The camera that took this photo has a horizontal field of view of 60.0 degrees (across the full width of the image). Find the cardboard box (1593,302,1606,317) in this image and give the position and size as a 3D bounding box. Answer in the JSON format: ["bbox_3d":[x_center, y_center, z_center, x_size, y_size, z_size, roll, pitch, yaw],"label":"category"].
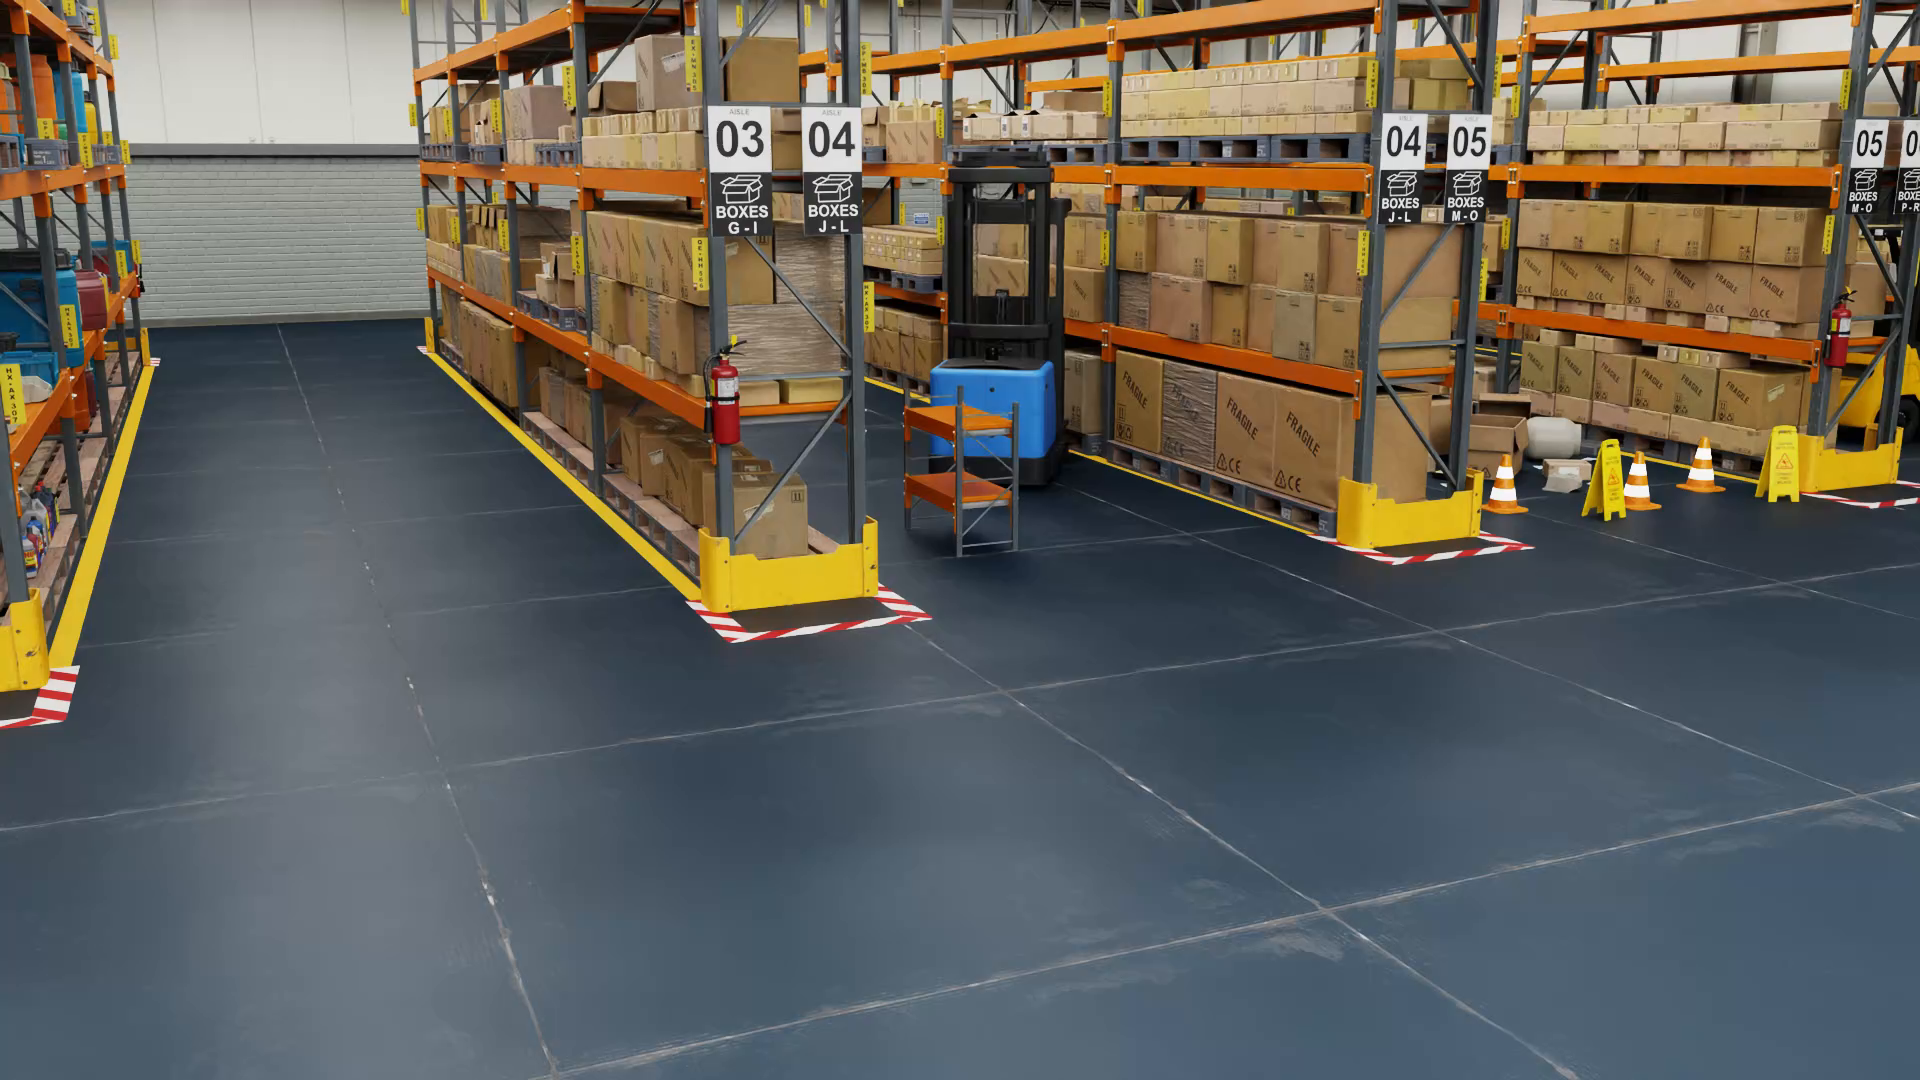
[{"bbox_3d":[6.689,-2.353,16.943,0.380,0.149,0.250,-6,14,-23],"label":"cardboard box"}]

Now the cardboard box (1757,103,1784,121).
[{"bbox_3d":[7.380,-3.828,14.893,0.380,0.149,0.250,-6,14,-24],"label":"cardboard box"}]

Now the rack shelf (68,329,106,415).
[{"bbox_3d":[-8.049,-1.496,14.277,1.077,0.370,4.000,-6,14,-23],"label":"rack shelf"}]

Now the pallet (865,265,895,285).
[{"bbox_3d":[-0.557,-3.446,21.533,1.003,0.211,1.213,-6,14,-23],"label":"pallet"}]

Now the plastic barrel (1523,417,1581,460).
[{"bbox_3d":[5.758,-0.984,16.184,0.512,0.421,0.421,4,14,16],"label":"plastic barrel"}]

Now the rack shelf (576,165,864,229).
[{"bbox_3d":[-1.908,-2.578,12.301,1.077,0.370,4.000,-6,14,-23],"label":"rack shelf"}]

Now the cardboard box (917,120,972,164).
[{"bbox_3d":[-0.188,-4.739,19.821,0.500,0.500,0.500,-6,14,-23],"label":"cardboard box"}]

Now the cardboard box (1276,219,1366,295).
[{"bbox_3d":[3.060,-2.266,13.281,0.875,0.550,0.550,-6,14,-23],"label":"cardboard box"}]

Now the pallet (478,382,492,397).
[{"bbox_3d":[-5.536,-2.022,21.140,1.003,0.211,1.213,-6,14,-23],"label":"pallet"}]

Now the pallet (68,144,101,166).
[{"bbox_3d":[-9.067,-3.796,16.386,1.003,0.211,1.213,-6,14,-23],"label":"pallet"}]

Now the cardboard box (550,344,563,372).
[{"bbox_3d":[-4.016,-1.933,17.476,0.500,0.250,0.500,-5,14,-21],"label":"cardboard box"}]

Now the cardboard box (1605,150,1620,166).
[{"bbox_3d":[6.686,-3.816,16.612,0.380,0.149,0.250,-6,14,-25],"label":"cardboard box"}]

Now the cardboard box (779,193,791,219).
[{"bbox_3d":[-2.392,-5.033,24.865,0.500,0.500,0.500,-6,14,-25],"label":"cardboard box"}]

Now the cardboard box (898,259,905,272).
[{"bbox_3d":[-0.547,-3.381,20.454,0.380,0.149,0.250,-5,14,-22],"label":"cardboard box"}]

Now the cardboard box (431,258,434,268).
[{"bbox_3d":[-7.470,-4.029,24.182,0.380,0.149,0.250,-6,14,-24],"label":"cardboard box"}]

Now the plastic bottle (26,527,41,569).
[{"bbox_3d":[-6.160,0.051,11.046,0.061,0.283,0.133,-5,14,-22],"label":"plastic bottle"}]

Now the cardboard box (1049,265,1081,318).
[{"bbox_3d":[1.219,-2.545,16.991,0.500,0.500,0.500,-6,14,-24],"label":"cardboard box"}]

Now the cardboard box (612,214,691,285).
[{"bbox_3d":[-2.361,-2.239,12.793,0.500,0.500,0.500,-6,14,-23],"label":"cardboard box"}]

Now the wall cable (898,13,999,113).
[{"bbox_3d":[-0.283,-9.395,33.506,2.355,3.000,0.029,-6,14,-23],"label":"wall cable"}]

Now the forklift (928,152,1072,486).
[{"bbox_3d":[0.466,-2.192,15.842,1.130,2.935,3.031,2,13,9],"label":"forklift"}]

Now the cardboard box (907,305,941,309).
[{"bbox_3d":[-0.381,-2.966,21.984,0.500,0.250,0.500,-6,14,-25],"label":"cardboard box"}]

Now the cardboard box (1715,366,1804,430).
[{"bbox_3d":[7.413,-1.322,15.432,0.500,0.500,0.500,-6,14,-23],"label":"cardboard box"}]

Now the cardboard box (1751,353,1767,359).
[{"bbox_3d":[10.394,-2.540,21.529,0.875,0.625,0.625,-6,14,-24],"label":"cardboard box"}]

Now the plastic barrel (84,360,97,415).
[{"bbox_3d":[-9.514,-1.622,17.644,0.600,0.588,0.708,-6,14,-23],"label":"plastic barrel"}]

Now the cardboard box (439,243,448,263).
[{"bbox_3d":[-6.946,-3.990,23.130,0.500,0.250,0.500,-6,14,-24],"label":"cardboard box"}]

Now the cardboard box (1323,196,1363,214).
[{"bbox_3d":[6.646,-5.713,28.914,0.500,0.500,0.500,-5,14,-22],"label":"cardboard box"}]

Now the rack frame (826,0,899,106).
[{"bbox_3d":[-1.329,-6.883,22.654,1.000,3.000,0.127,-6,14,-23],"label":"rack frame"}]

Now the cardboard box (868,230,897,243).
[{"bbox_3d":[-0.963,-3.887,21.320,0.380,0.149,0.250,-5,14,-21],"label":"cardboard box"}]

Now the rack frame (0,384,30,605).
[{"bbox_3d":[-5.646,-0.607,8.840,1.000,3.000,0.127,-6,14,-23],"label":"rack frame"}]

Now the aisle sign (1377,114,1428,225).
[{"bbox_3d":[3.231,-2.706,12.145,0.394,0.787,0.004,-6,14,-23],"label":"aisle sign"}]

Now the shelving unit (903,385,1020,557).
[{"bbox_3d":[-0.003,-0.549,12.749,0.538,1.125,1.048,-6,14,-23],"label":"shelving unit"}]

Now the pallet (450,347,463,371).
[{"bbox_3d":[-6.640,-2.592,23.600,1.003,0.211,1.213,-6,14,-23],"label":"pallet"}]

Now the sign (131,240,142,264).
[{"bbox_3d":[-11.557,-4.045,23.334,0.100,0.325,0.005,-6,14,-23],"label":"sign"}]

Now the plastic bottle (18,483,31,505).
[{"bbox_3d":[-6.858,-0.237,12.141,0.144,0.351,0.185,-6,14,-23],"label":"plastic bottle"}]

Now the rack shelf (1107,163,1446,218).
[{"bbox_3d":[2.677,-3.006,14.147,1.077,0.370,4.000,-6,14,-23],"label":"rack shelf"}]

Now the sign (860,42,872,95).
[{"bbox_3d":[-0.610,-2.991,10.548,0.100,0.325,0.005,-6,14,-23],"label":"sign"}]

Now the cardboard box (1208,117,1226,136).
[{"bbox_3d":[2.319,-3.480,14.005,0.380,0.149,0.250,-5,14,-22],"label":"cardboard box"}]

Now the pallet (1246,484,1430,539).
[{"bbox_3d":[3.086,-0.281,13.616,1.003,0.211,1.213,-6,14,-23],"label":"pallet"}]

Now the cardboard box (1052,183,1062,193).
[{"bbox_3d":[1.743,-5.844,27.590,0.380,0.149,0.250,-6,14,-25],"label":"cardboard box"}]

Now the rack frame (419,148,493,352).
[{"bbox_3d":[-7.517,-4.360,25.056,1.000,3.000,0.127,-6,14,-23],"label":"rack frame"}]

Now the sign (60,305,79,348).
[{"bbox_3d":[-6.739,-1.616,12.585,0.100,0.325,0.005,-6,14,-23],"label":"sign"}]

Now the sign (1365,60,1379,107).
[{"bbox_3d":[2.975,-3.290,11.990,0.100,0.325,0.005,-6,14,-23],"label":"sign"}]

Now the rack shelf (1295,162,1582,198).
[{"bbox_3d":[5.569,-4.300,19.740,1.077,0.370,4.000,-6,14,-23],"label":"rack shelf"}]

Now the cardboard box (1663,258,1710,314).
[{"bbox_3d":[7.109,-2.438,15.870,0.500,0.500,0.500,-6,14,-23],"label":"cardboard box"}]

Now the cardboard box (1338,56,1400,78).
[{"bbox_3d":[3.032,-3.501,12.328,0.380,0.149,0.250,-5,14,-22],"label":"cardboard box"}]

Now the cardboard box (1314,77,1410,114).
[{"bbox_3d":[3.026,-3.344,12.533,0.500,0.250,0.500,-5,14,-22],"label":"cardboard box"}]

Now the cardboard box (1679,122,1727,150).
[{"bbox_3d":[7.108,-3.775,15.548,0.500,0.250,0.500,-5,14,-21],"label":"cardboard box"}]

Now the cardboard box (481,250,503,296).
[{"bbox_3d":[-5.345,-3.151,19.611,0.500,0.500,0.500,-5,14,-22],"label":"cardboard box"}]

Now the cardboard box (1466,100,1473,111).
[{"bbox_3d":[5.593,-4.929,19.156,0.500,0.250,0.500,-5,14,-22],"label":"cardboard box"}]

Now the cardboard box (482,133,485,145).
[{"bbox_3d":[-5.455,-4.756,19.740,0.380,0.149,0.250,-6,14,-25],"label":"cardboard box"}]

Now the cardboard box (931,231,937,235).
[{"bbox_3d":[-0.154,-3.836,21.099,0.380,0.149,0.250,-5,14,-20],"label":"cardboard box"}]

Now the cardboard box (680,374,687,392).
[{"bbox_3d":[-1.744,-1.124,11.631,0.380,0.149,0.250,-6,14,-23],"label":"cardboard box"}]

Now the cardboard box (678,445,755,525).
[{"bbox_3d":[-1.846,-0.423,12.658,0.500,0.500,0.500,-4,14,-18],"label":"cardboard box"}]

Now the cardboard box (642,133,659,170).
[{"bbox_3d":[-1.933,-2.729,11.688,0.500,0.250,0.500,-5,14,-22],"label":"cardboard box"}]
